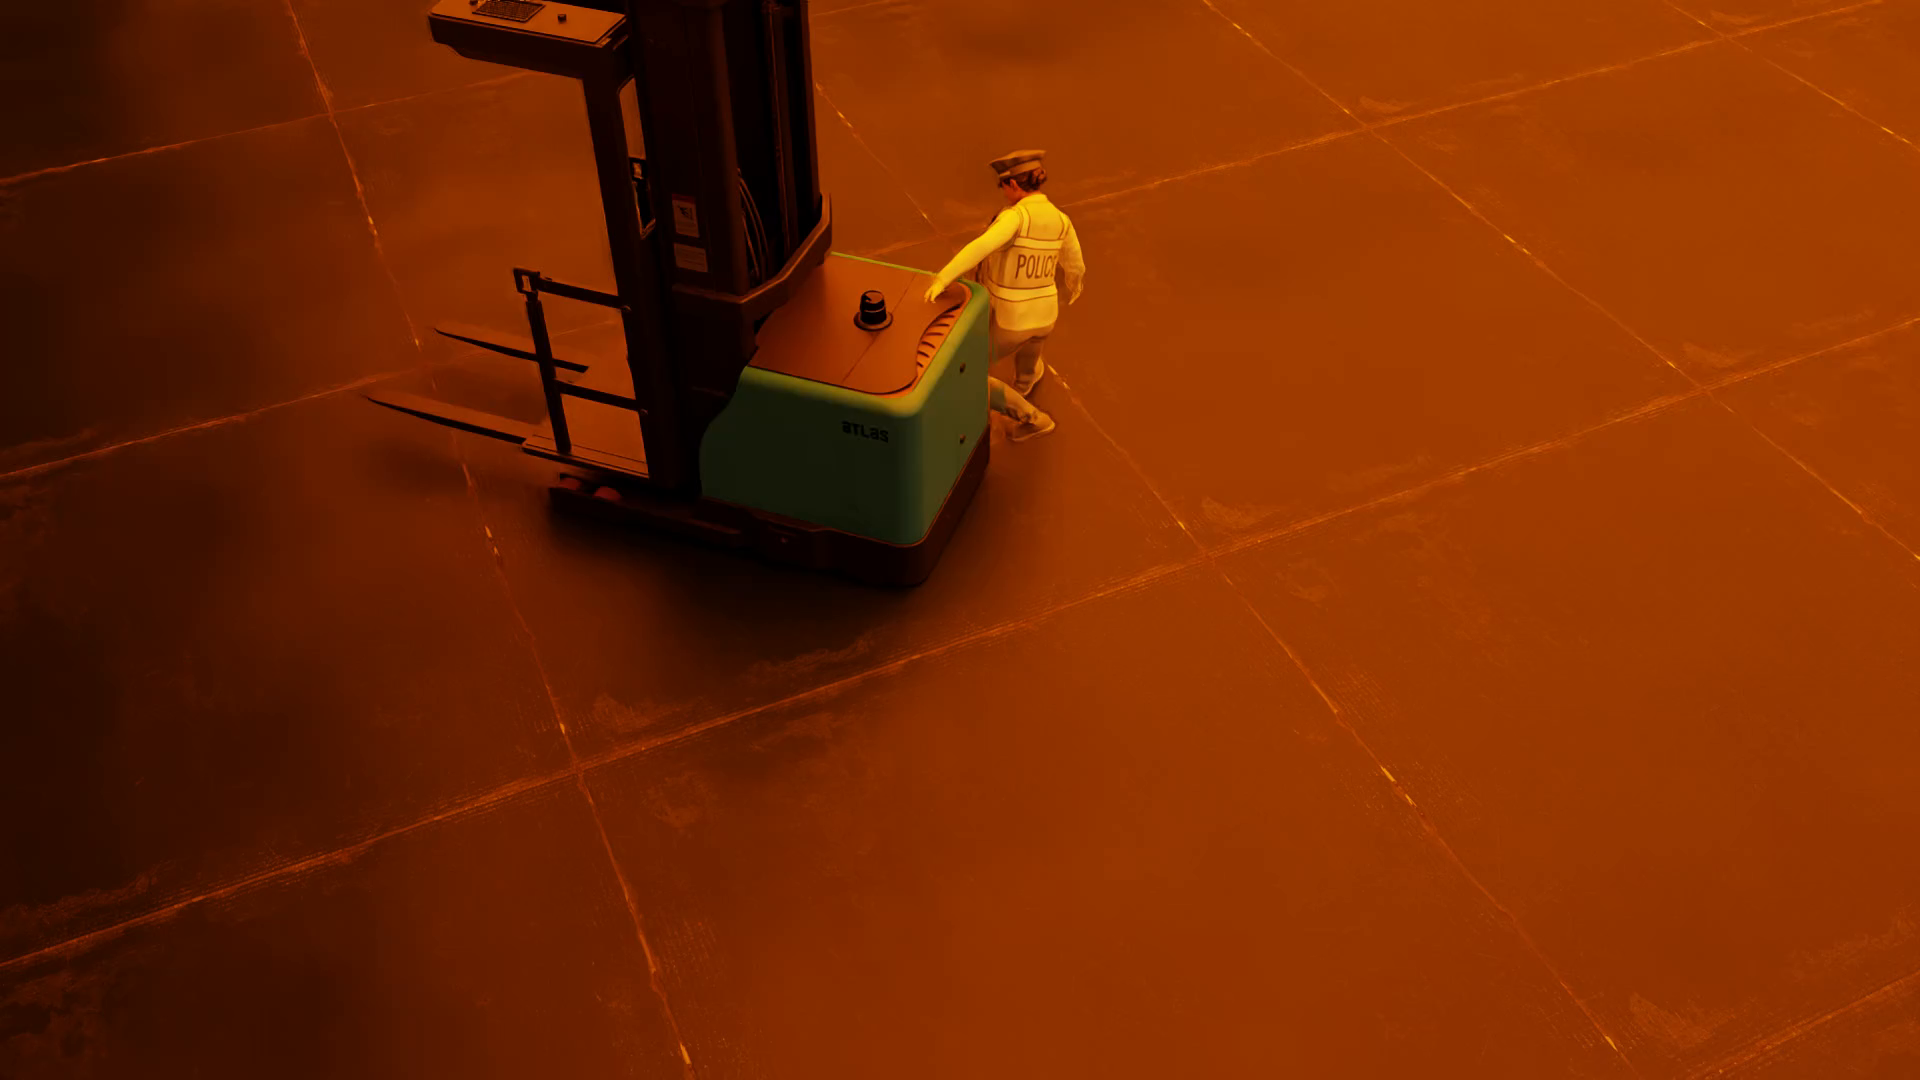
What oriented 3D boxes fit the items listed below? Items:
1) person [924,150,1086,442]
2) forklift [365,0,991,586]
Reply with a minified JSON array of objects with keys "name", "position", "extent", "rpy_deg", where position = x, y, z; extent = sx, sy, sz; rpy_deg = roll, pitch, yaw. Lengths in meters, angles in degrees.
[{"name":"person","position":[0.201,-1.100,7.928],"extent":[1.092,1.466,0.700],"rpy_deg":[-23,48,-22]},{"name":"forklift","position":[-1.425,-1.483,7.269],"extent":[3.031,2.935,1.130],"rpy_deg":[14,45,15]}]
